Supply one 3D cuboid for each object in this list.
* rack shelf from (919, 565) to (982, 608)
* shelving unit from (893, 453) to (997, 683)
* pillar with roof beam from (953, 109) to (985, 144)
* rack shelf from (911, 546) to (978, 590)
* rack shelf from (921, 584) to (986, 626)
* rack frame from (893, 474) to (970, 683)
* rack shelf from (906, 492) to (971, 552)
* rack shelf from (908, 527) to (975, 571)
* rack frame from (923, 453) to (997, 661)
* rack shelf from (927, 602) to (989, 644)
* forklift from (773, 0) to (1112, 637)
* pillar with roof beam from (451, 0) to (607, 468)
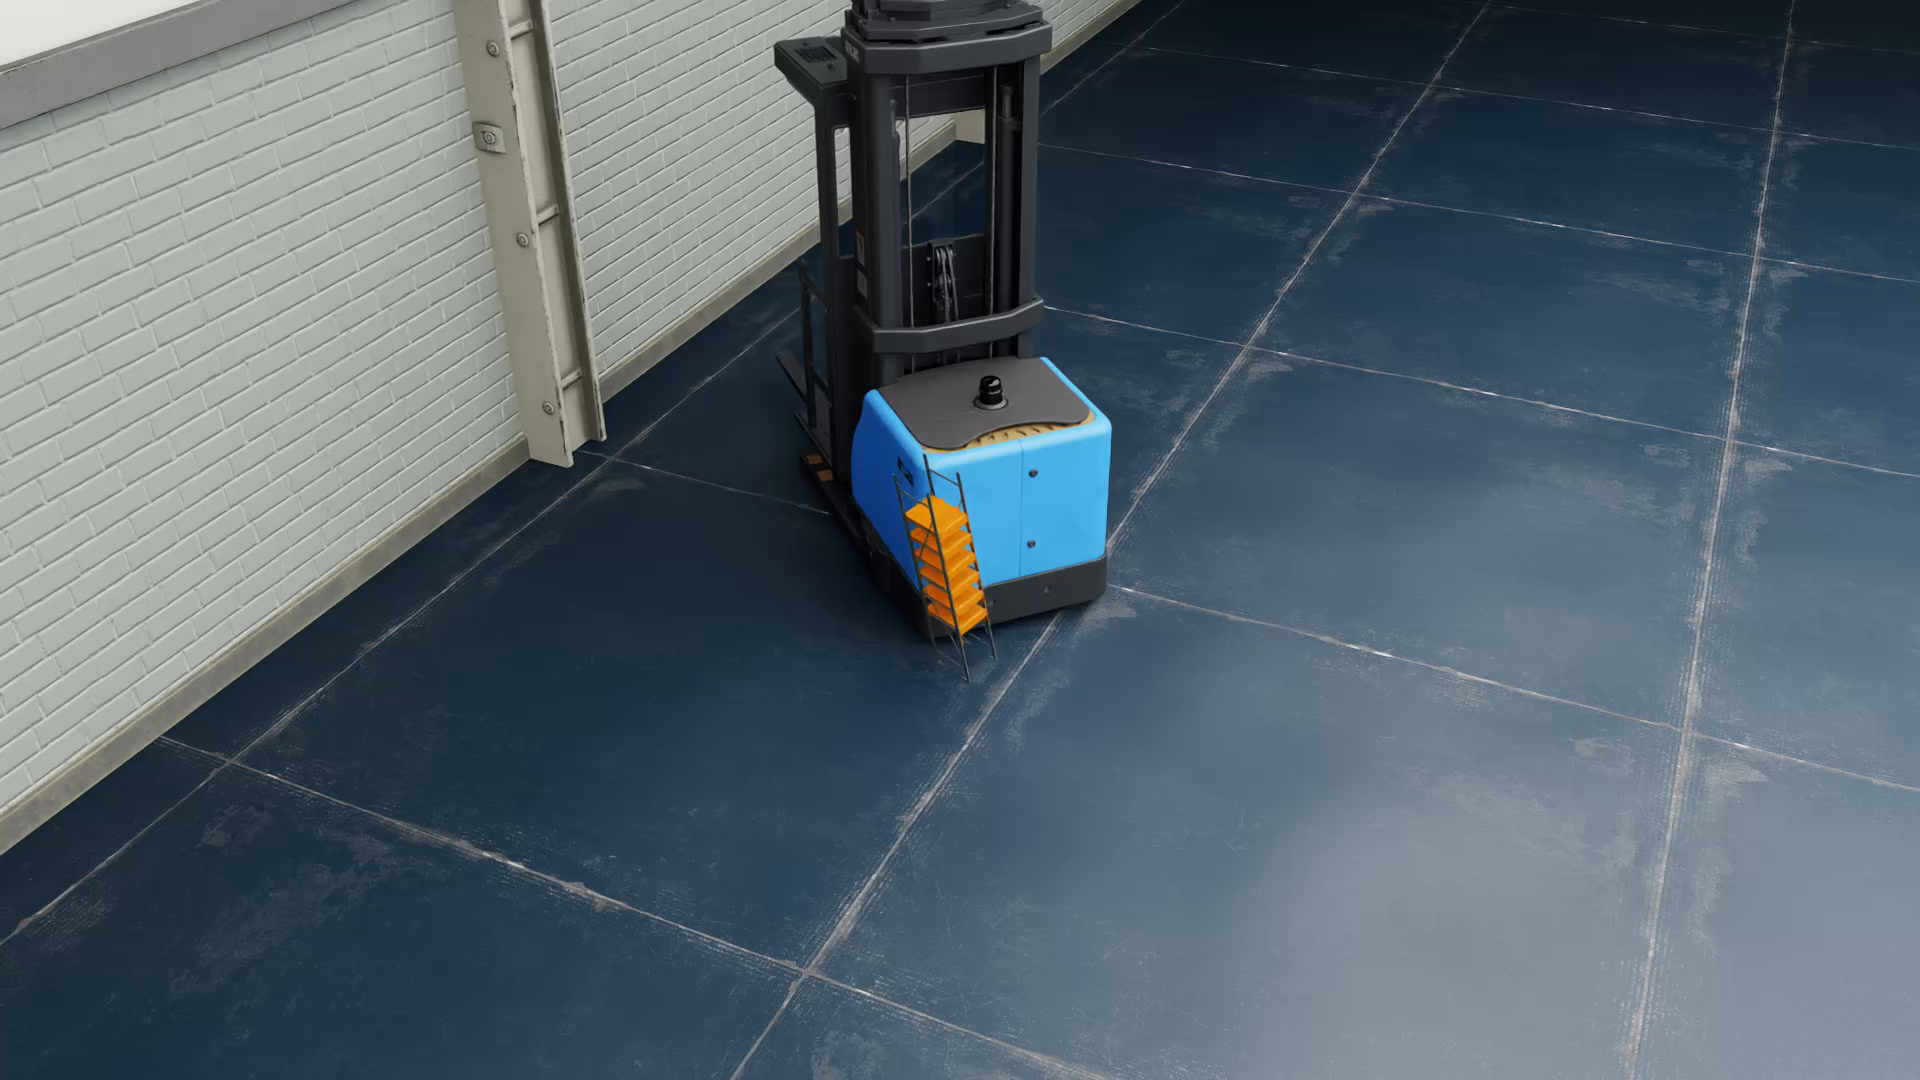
[{"bbox_3d":[-0.052,0.183,7.811,0.180,0.103,0.258,-37,47,-26],"label":"rack shelf"},{"bbox_3d":[-0.059,0.150,7.782,0.189,1.200,0.258,-37,47,-26],"label":"shelving unit"},{"bbox_3d":[4.064,-6.321,10.552,9.100,9.000,0.400,14,36,20],"label":"pillar with roof beam"},{"bbox_3d":[-0.070,0.094,7.733,0.180,0.103,0.258,-37,47,-26],"label":"rack shelf"},{"bbox_3d":[-0.034,0.271,7.890,0.180,0.103,0.258,-37,47,-26],"label":"rack shelf"},{"bbox_3d":[-0.124,0.199,7.741,0.006,1.200,0.240,-37,47,-26],"label":"rack frame"},{"bbox_3d":[-0.107,-0.084,7.575,0.180,0.103,0.258,-37,47,-26],"label":"rack shelf"},{"bbox_3d":[-0.088,0.005,7.654,0.180,0.103,0.258,-37,47,-26],"label":"rack shelf"},{"bbox_3d":[0.007,0.100,7.823,0.006,1.200,0.240,-37,47,-26],"label":"rack frame"},{"bbox_3d":[-0.015,0.360,7.969,0.180,0.103,0.258,-37,47,-26],"label":"rack shelf"},{"bbox_3d":[-0.279,-1.541,8.795,1.130,2.935,3.031,-13,35,-19],"label":"forklift"},{"bbox_3d":[1.553,-3.333,5.995,9.100,9.000,0.400,14,36,20],"label":"pillar with roof beam"}]
